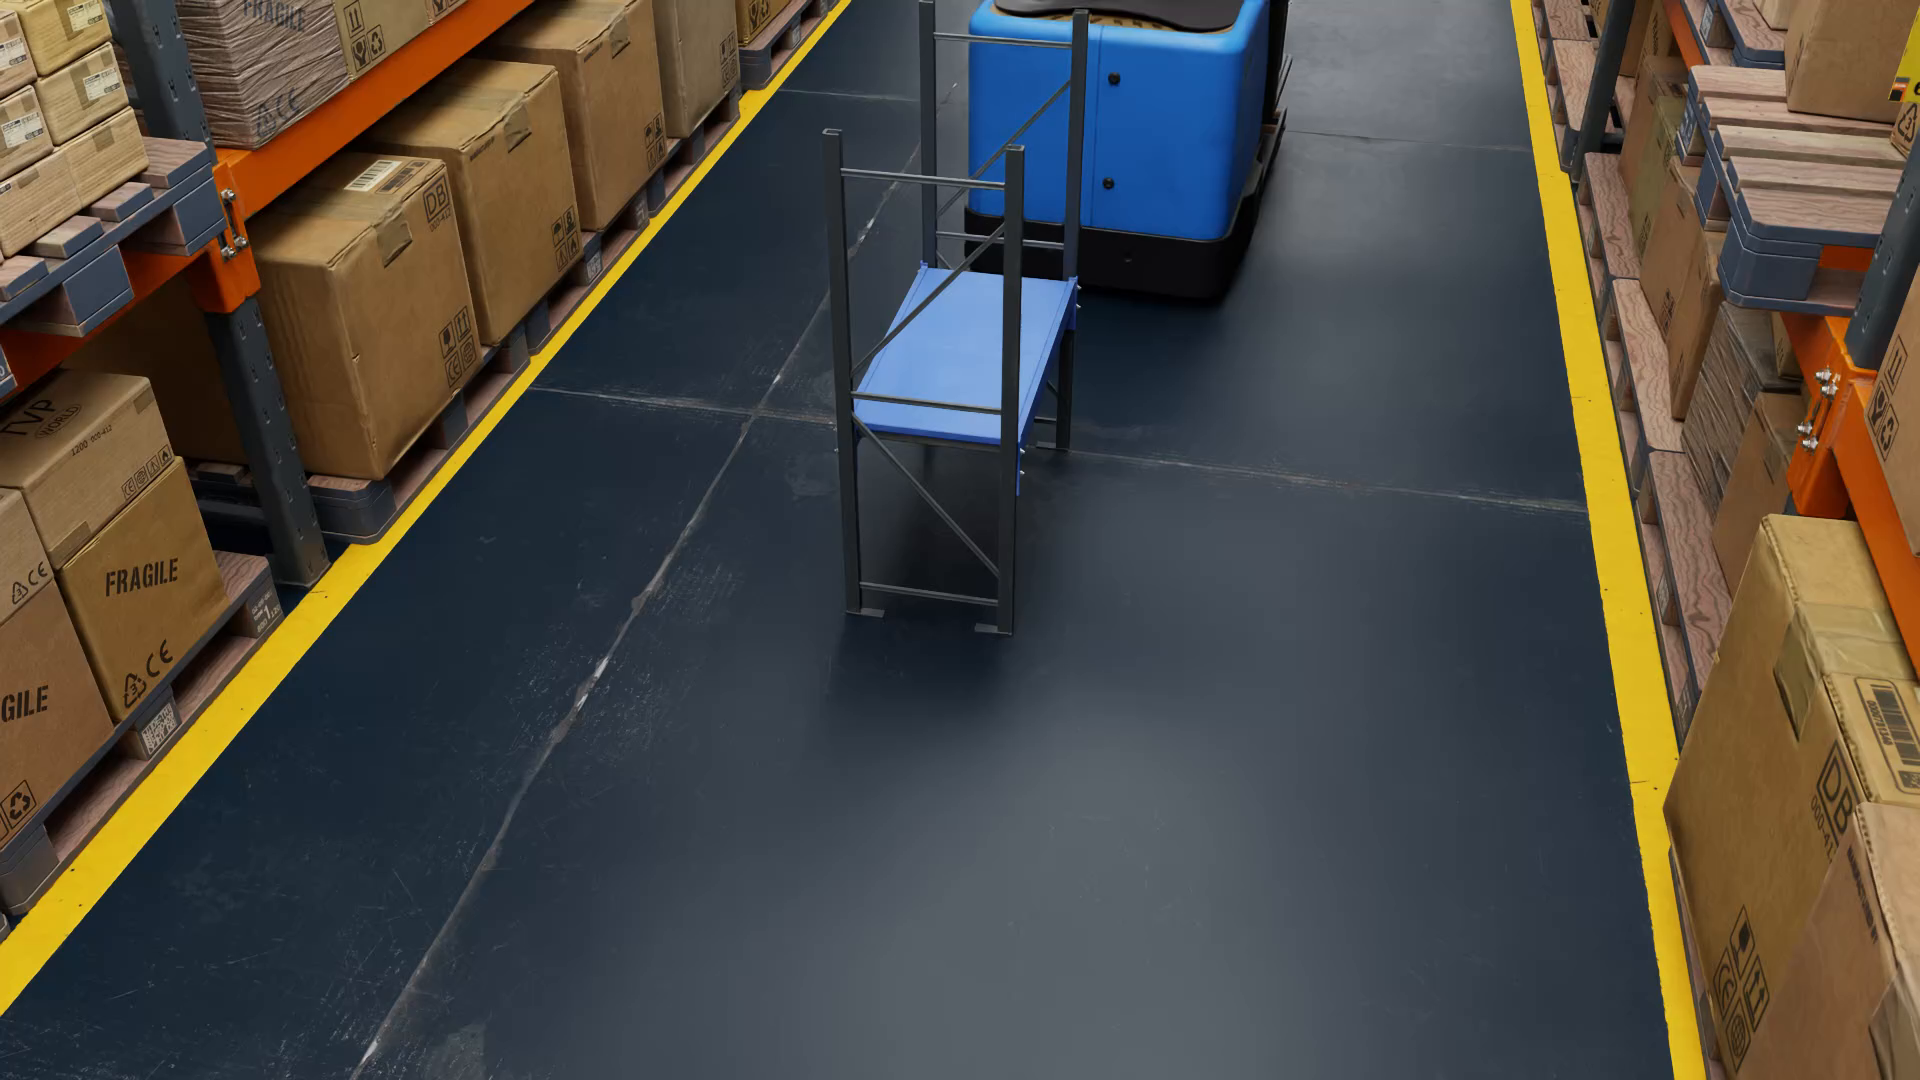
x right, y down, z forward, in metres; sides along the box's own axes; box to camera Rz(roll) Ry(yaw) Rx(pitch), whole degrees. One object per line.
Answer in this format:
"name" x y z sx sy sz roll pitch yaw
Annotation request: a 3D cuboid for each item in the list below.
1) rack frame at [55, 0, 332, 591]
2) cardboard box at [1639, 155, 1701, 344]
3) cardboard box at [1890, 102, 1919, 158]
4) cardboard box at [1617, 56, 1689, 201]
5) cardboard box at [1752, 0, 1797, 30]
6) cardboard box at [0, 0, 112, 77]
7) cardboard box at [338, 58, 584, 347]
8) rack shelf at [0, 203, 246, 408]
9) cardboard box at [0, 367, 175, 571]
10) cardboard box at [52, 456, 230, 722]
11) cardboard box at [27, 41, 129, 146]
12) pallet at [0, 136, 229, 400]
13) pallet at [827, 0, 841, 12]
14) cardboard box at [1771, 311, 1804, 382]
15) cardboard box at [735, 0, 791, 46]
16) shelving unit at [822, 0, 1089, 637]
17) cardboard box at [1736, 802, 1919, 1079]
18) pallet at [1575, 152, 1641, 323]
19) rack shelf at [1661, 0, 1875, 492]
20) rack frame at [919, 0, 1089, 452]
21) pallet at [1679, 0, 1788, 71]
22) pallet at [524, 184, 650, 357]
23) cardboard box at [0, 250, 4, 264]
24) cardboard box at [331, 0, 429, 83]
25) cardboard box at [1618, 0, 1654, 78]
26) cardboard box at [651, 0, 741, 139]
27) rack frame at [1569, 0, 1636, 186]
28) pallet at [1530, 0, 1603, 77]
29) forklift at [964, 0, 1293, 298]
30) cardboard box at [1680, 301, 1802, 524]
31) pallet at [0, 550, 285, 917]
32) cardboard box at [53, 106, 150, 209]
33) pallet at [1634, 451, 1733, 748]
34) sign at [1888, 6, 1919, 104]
"rack frame" -2.441 -1.159 4.293 1.000 3.000 0.127 7 37 10
"cardboard box" 2.846 -0.997 5.825 0.700 0.500 0.500 4 36 6
"cardboard box" 2.459 -1.004 3.636 0.500 0.500 0.500 3 36 4
"cardboard box" 3.085 -1.589 6.641 0.700 0.500 0.500 5 36 6
"cardboard box" 2.475 -1.584 4.637 0.396 0.266 0.258 6 36 9
"cardboard box" -2.098 -1.129 3.601 0.380 0.149 0.250 6 36 8
"cardboard box" -2.040 -1.257 5.988 1.050 0.750 0.750 8 37 11
"rack shelf" -2.868 0.279 2.922 1.077 0.370 4.000 7 37 10
"cardboard box" -2.331 -0.195 4.097 0.500 0.250 0.500 6 36 9
"cardboard box" -2.326 0.094 4.337 0.500 0.500 0.500 7 37 10
"cardboard box" -2.102 -1.007 3.686 0.380 0.149 0.250 8 37 11
"pallet" -2.489 -0.659 3.767 1.213 0.211 1.003 7 37 10
"pallet" -1.090 -3.450 9.831 1.003 0.211 1.213 7 37 10
"cardboard box" 2.600 -0.642 4.696 0.500 0.250 0.500 11 37 15
"cardboard box" -1.384 -3.113 8.442 0.875 0.875 0.875 8 37 11
"shelving unit" 0.018 -0.656 4.877 0.538 1.500 1.048 7 37 10
"cardboard box" 2.017 1.114 2.609 1.225 0.875 0.875 7 37 10
"pallet" 3.072 -1.197 6.721 1.003 0.211 1.213 7 37 10
"rack shelf" 2.810 -1.334 5.148 1.077 0.370 4.000 7 37 10
"rack frame" 0.127 -0.948 5.279 0.500 1.500 0.032 7 37 10
"pallet" 2.765 -1.541 4.984 1.003 0.211 1.213 7 37 10
"pallet" -1.936 -1.169 6.684 1.003 0.211 1.213 7 37 10
"cardboard box" -2.207 -0.597 3.374 0.380 0.149 0.250 8 37 11
"cardboard box" -1.976 -1.715 4.974 0.500 0.500 0.500 7 37 10
"cardboard box" 3.476 -2.484 7.893 0.500 0.500 0.500 19 40 24
"cardboard box" -1.632 -2.344 7.487 1.050 0.750 0.750 7 37 10
"rack frame" 3.237 -2.772 6.519 1.000 3.000 0.127 7 37 10
"pallet" 3.604 -2.734 8.843 1.003 0.211 1.213 7 37 10
"forklift" 0.905 -2.984 6.869 1.130 2.935 3.031 9 37 13
"cardboard box" 2.612 -0.351 4.934 0.700 0.500 0.500 4 36 6
"pallet" -2.610 0.418 4.493 1.003 0.211 1.213 7 37 10
"cardboard box" -2.098 -0.887 3.773 0.380 0.149 0.250 8 37 11
"pallet" 2.551 0.202 4.791 1.003 0.211 1.213 7 37 10
"sign" 1.851 -0.978 3.125 0.100 0.325 0.005 7 37 10
